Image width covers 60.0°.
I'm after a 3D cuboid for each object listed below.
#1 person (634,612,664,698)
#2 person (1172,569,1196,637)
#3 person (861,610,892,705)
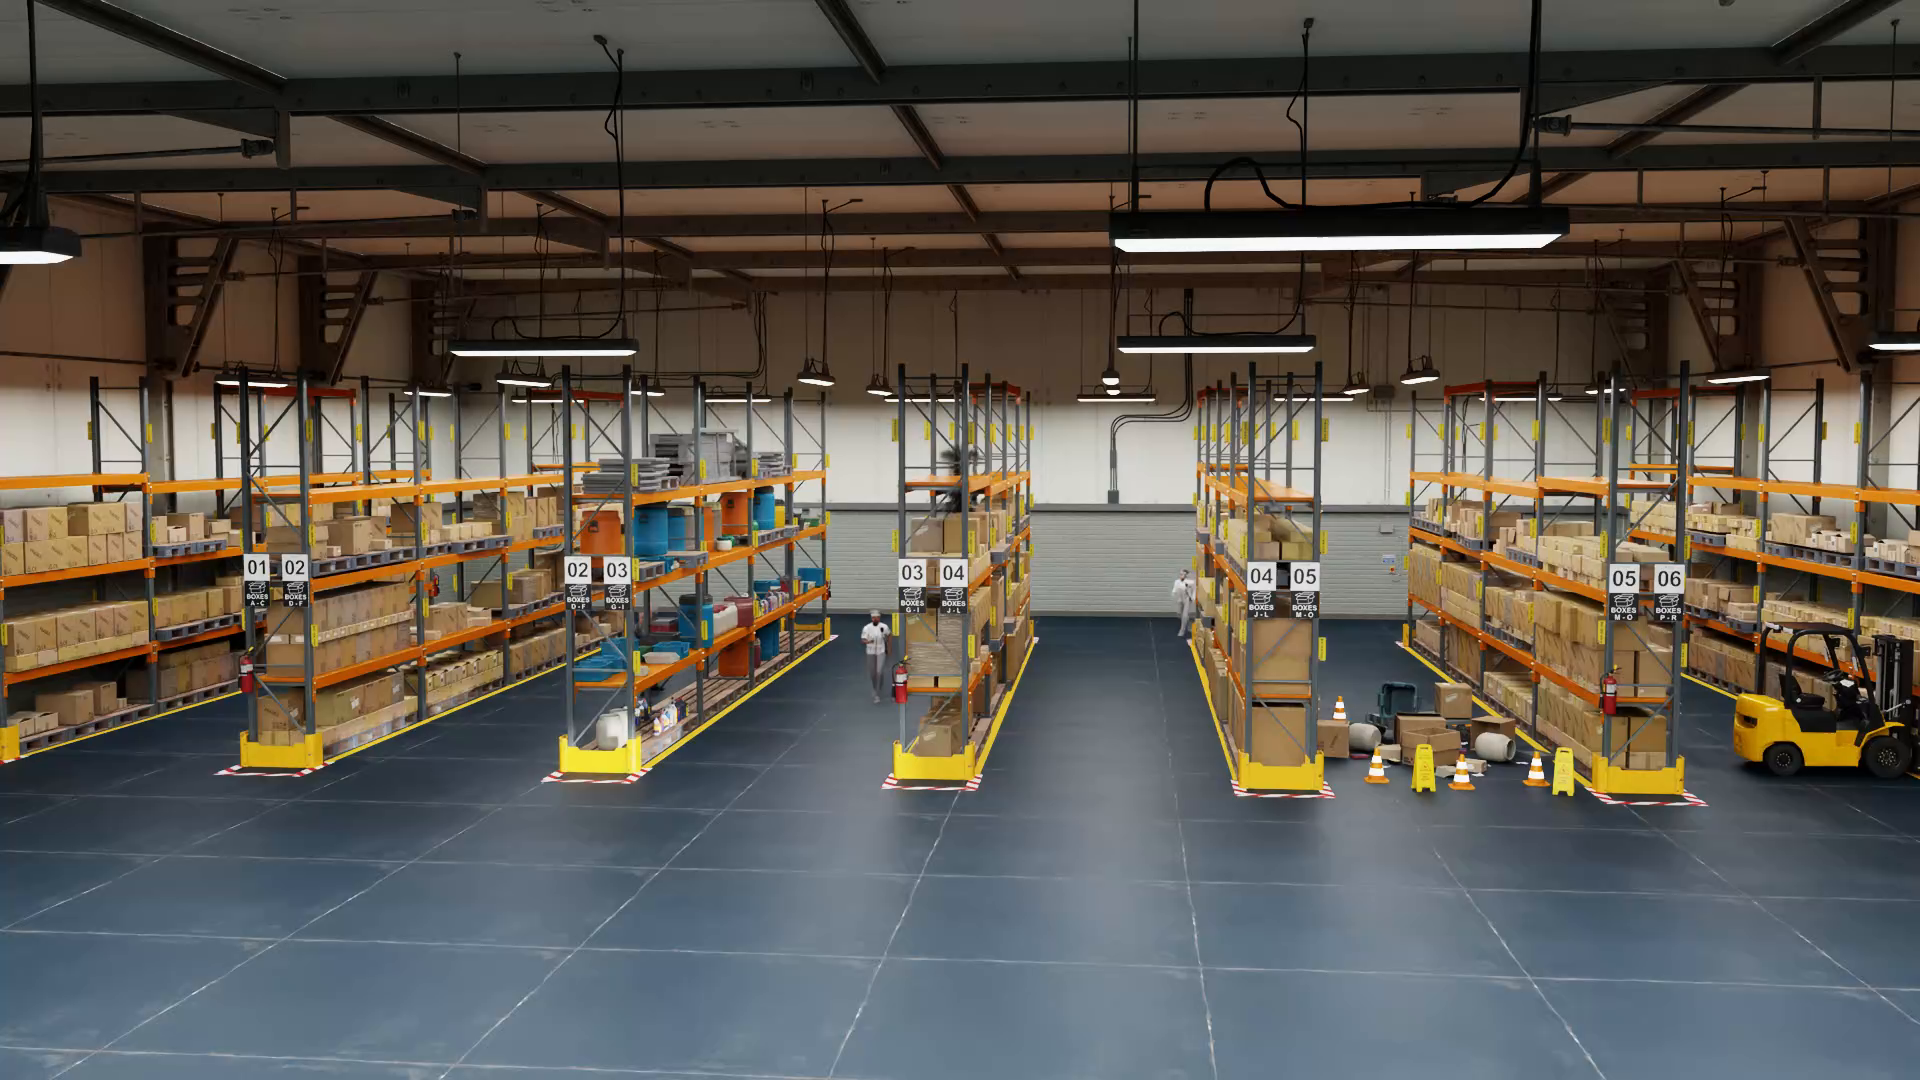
[{"bbox_3d":[-5.942,2.163,31.655,0.707,1.647,0.897,-1,4,-21],"label":"person"},{"bbox_3d":[5.547,1.522,40.974,0.600,1.652,0.992,2,4,32],"label":"person"},{"bbox_3d":[-1.566,2.154,31.076,0.535,1.742,0.860,0,4,5],"label":"person"}]
